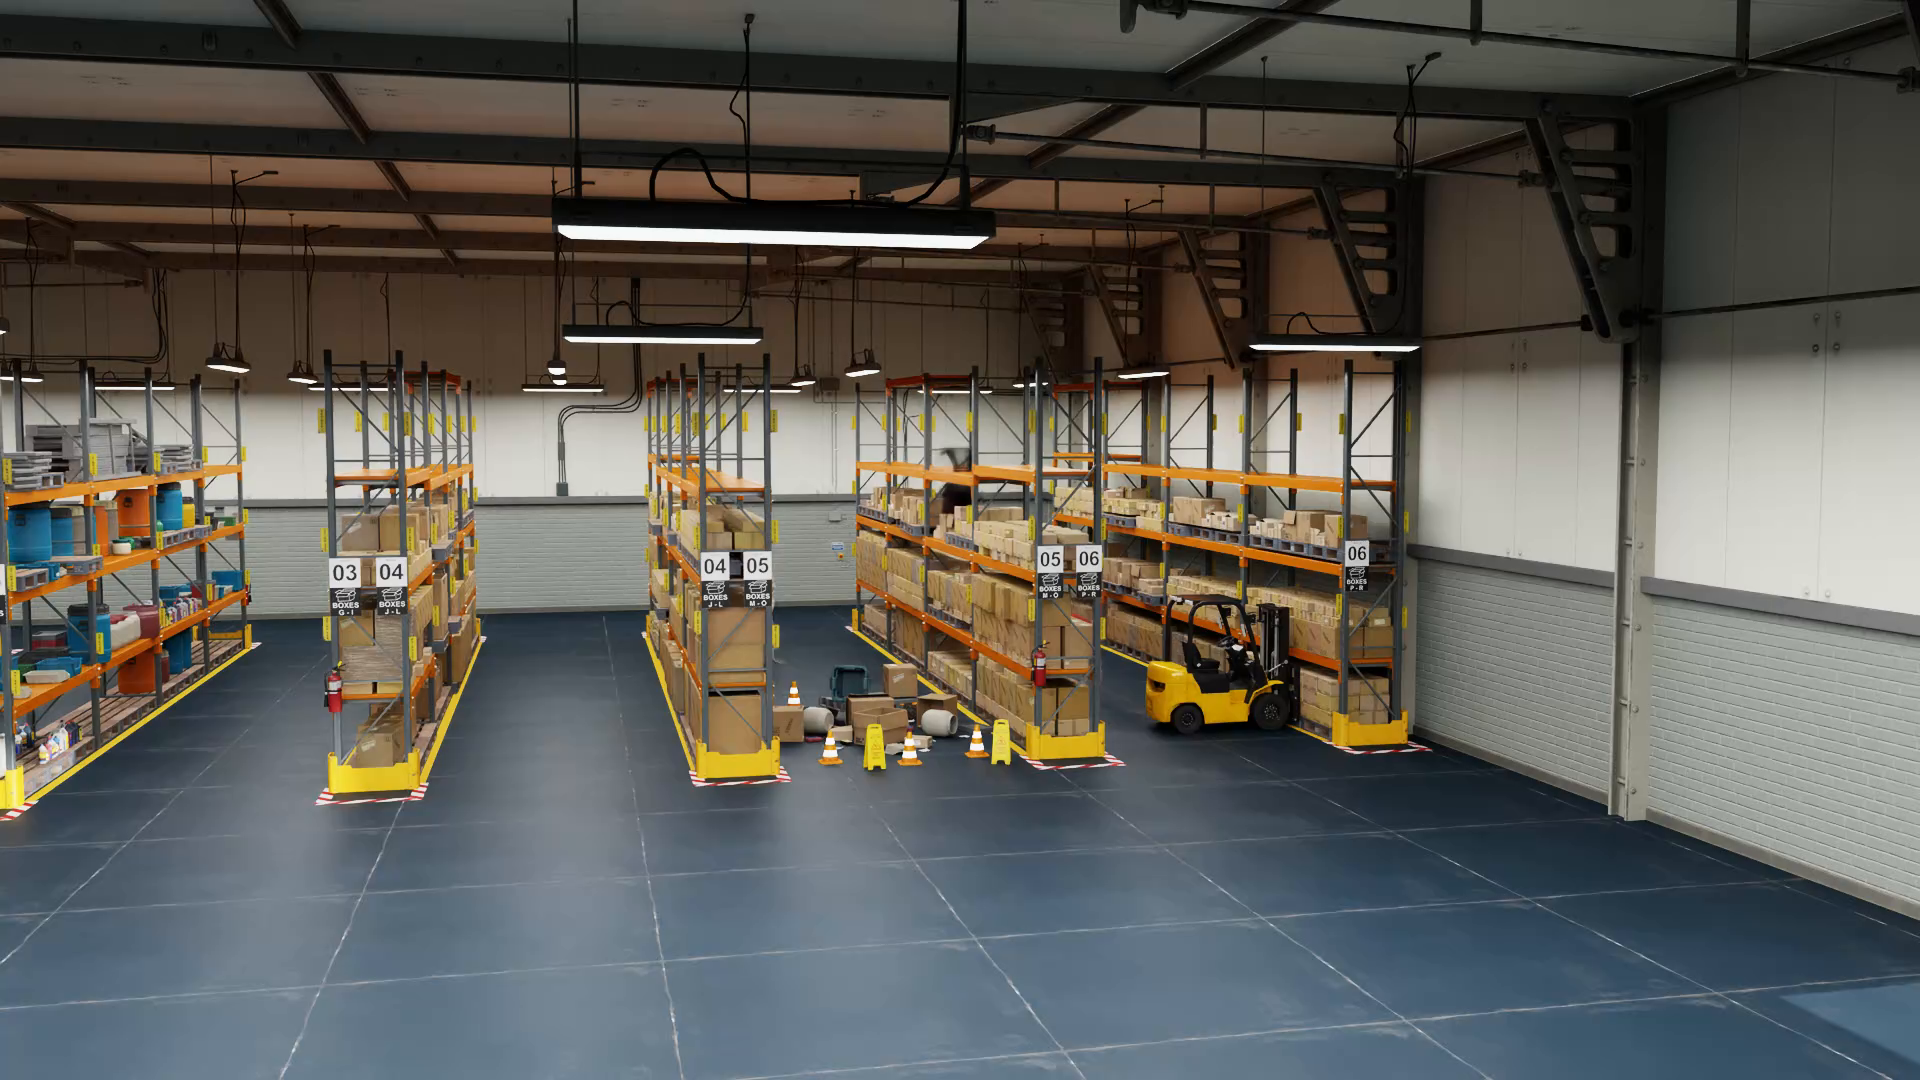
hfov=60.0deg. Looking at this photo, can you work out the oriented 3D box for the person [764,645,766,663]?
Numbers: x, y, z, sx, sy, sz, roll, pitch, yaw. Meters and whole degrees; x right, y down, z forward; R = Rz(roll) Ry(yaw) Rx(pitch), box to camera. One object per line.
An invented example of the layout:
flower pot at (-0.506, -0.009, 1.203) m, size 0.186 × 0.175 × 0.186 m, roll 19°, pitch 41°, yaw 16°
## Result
person at (-4.288, 1.730, 34.942) m, size 0.676 × 1.715 × 0.861 m, roll 0°, pitch 4°, yaw 2°
